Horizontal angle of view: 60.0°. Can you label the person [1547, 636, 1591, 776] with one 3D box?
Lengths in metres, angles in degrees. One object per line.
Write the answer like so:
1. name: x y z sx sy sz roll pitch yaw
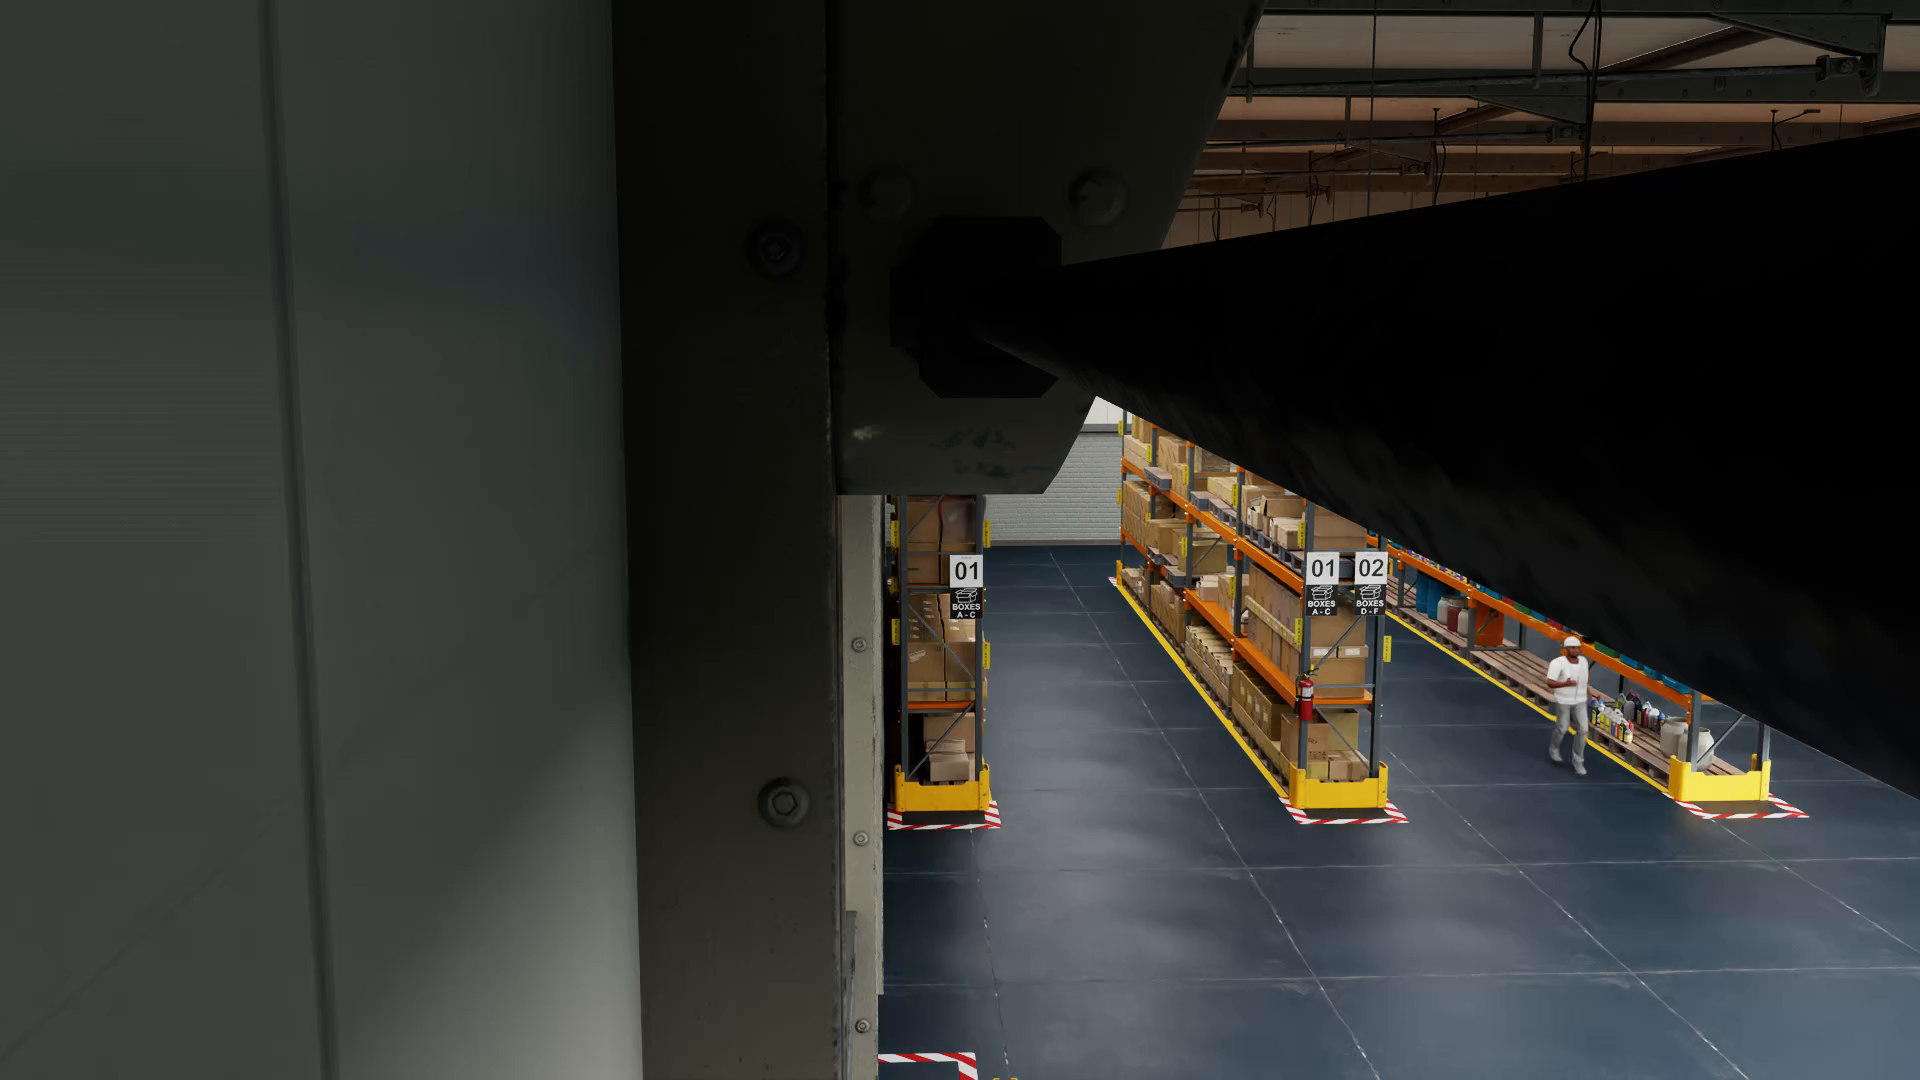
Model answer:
1. person: 8.149 2.187 22.222 0.678 1.822 0.739 -1 8 -4
